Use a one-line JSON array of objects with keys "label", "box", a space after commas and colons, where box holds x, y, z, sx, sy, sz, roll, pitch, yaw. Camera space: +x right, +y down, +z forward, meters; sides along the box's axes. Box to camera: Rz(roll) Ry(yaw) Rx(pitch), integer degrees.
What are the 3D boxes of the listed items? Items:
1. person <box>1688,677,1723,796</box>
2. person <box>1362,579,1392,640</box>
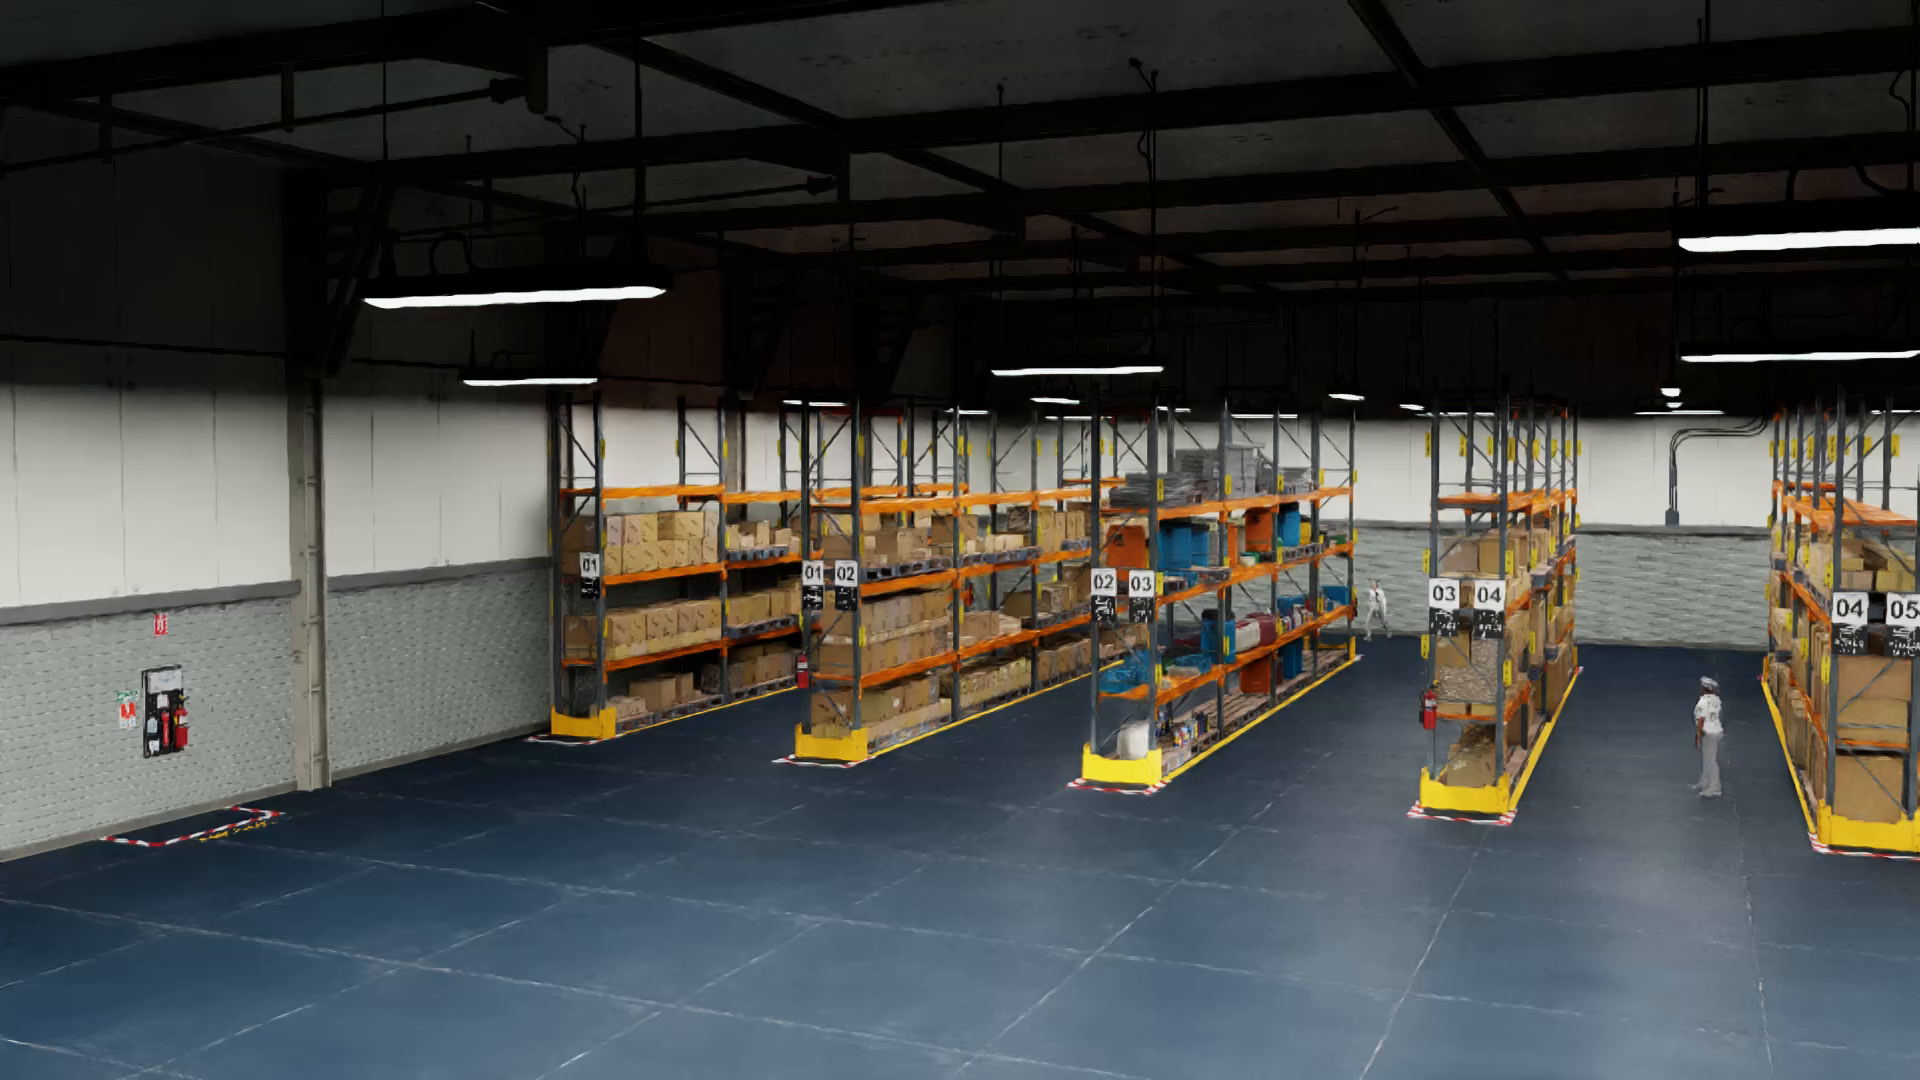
[{"label": "person", "box": [10.807, 2.826, 24.078, 0.588, 1.662, 0.557, -3, 4, -43]}, {"label": "person", "box": [10.908, 1.796, 43.382, 0.519, 1.612, 0.937, 3, 4, 44]}]
